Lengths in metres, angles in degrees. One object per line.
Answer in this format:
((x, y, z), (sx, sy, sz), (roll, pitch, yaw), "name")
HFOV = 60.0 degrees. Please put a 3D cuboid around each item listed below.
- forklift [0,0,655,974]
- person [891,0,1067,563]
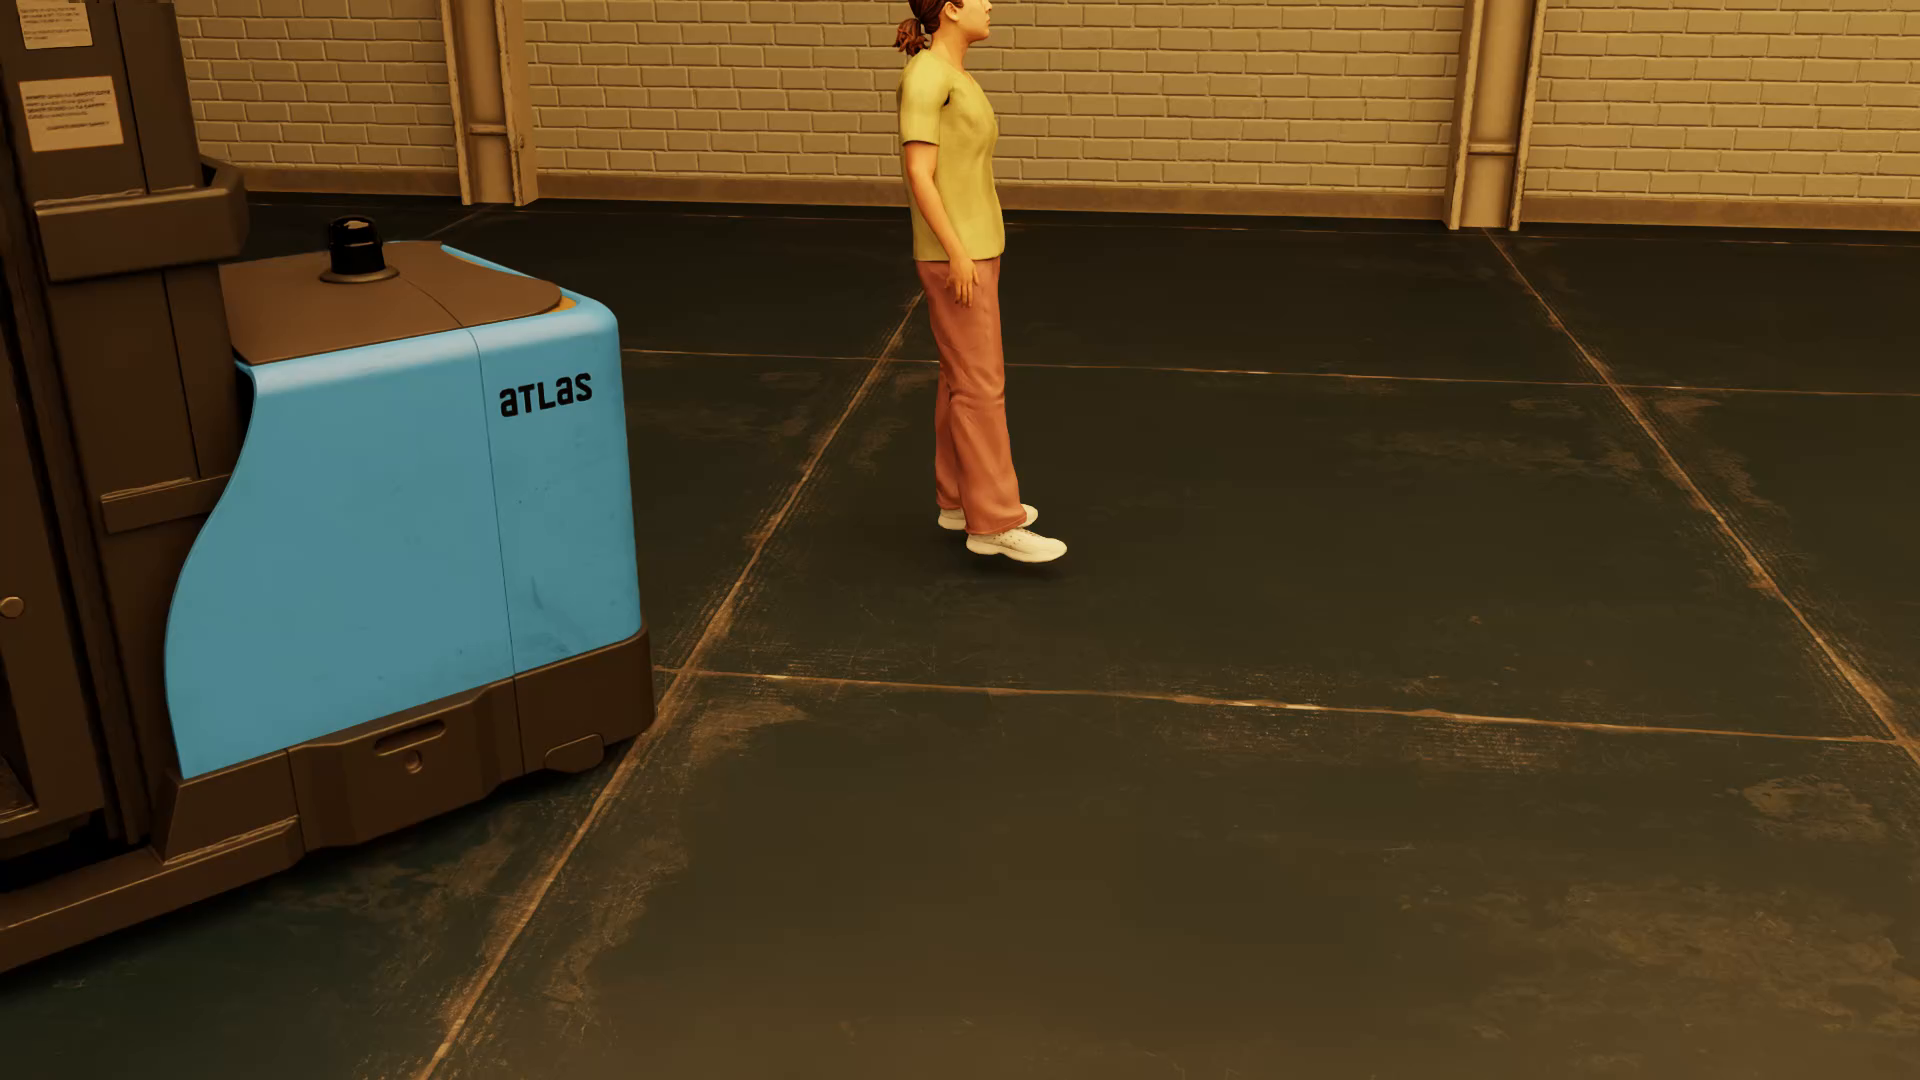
((-2.169, -0.643, 2.851), (3.031, 2.935, 1.130), (-18, 28, -37), "forklift")
((0.072, -0.814, 4.827), (0.548, 1.674, 0.552), (3, 22, 7), "person")
